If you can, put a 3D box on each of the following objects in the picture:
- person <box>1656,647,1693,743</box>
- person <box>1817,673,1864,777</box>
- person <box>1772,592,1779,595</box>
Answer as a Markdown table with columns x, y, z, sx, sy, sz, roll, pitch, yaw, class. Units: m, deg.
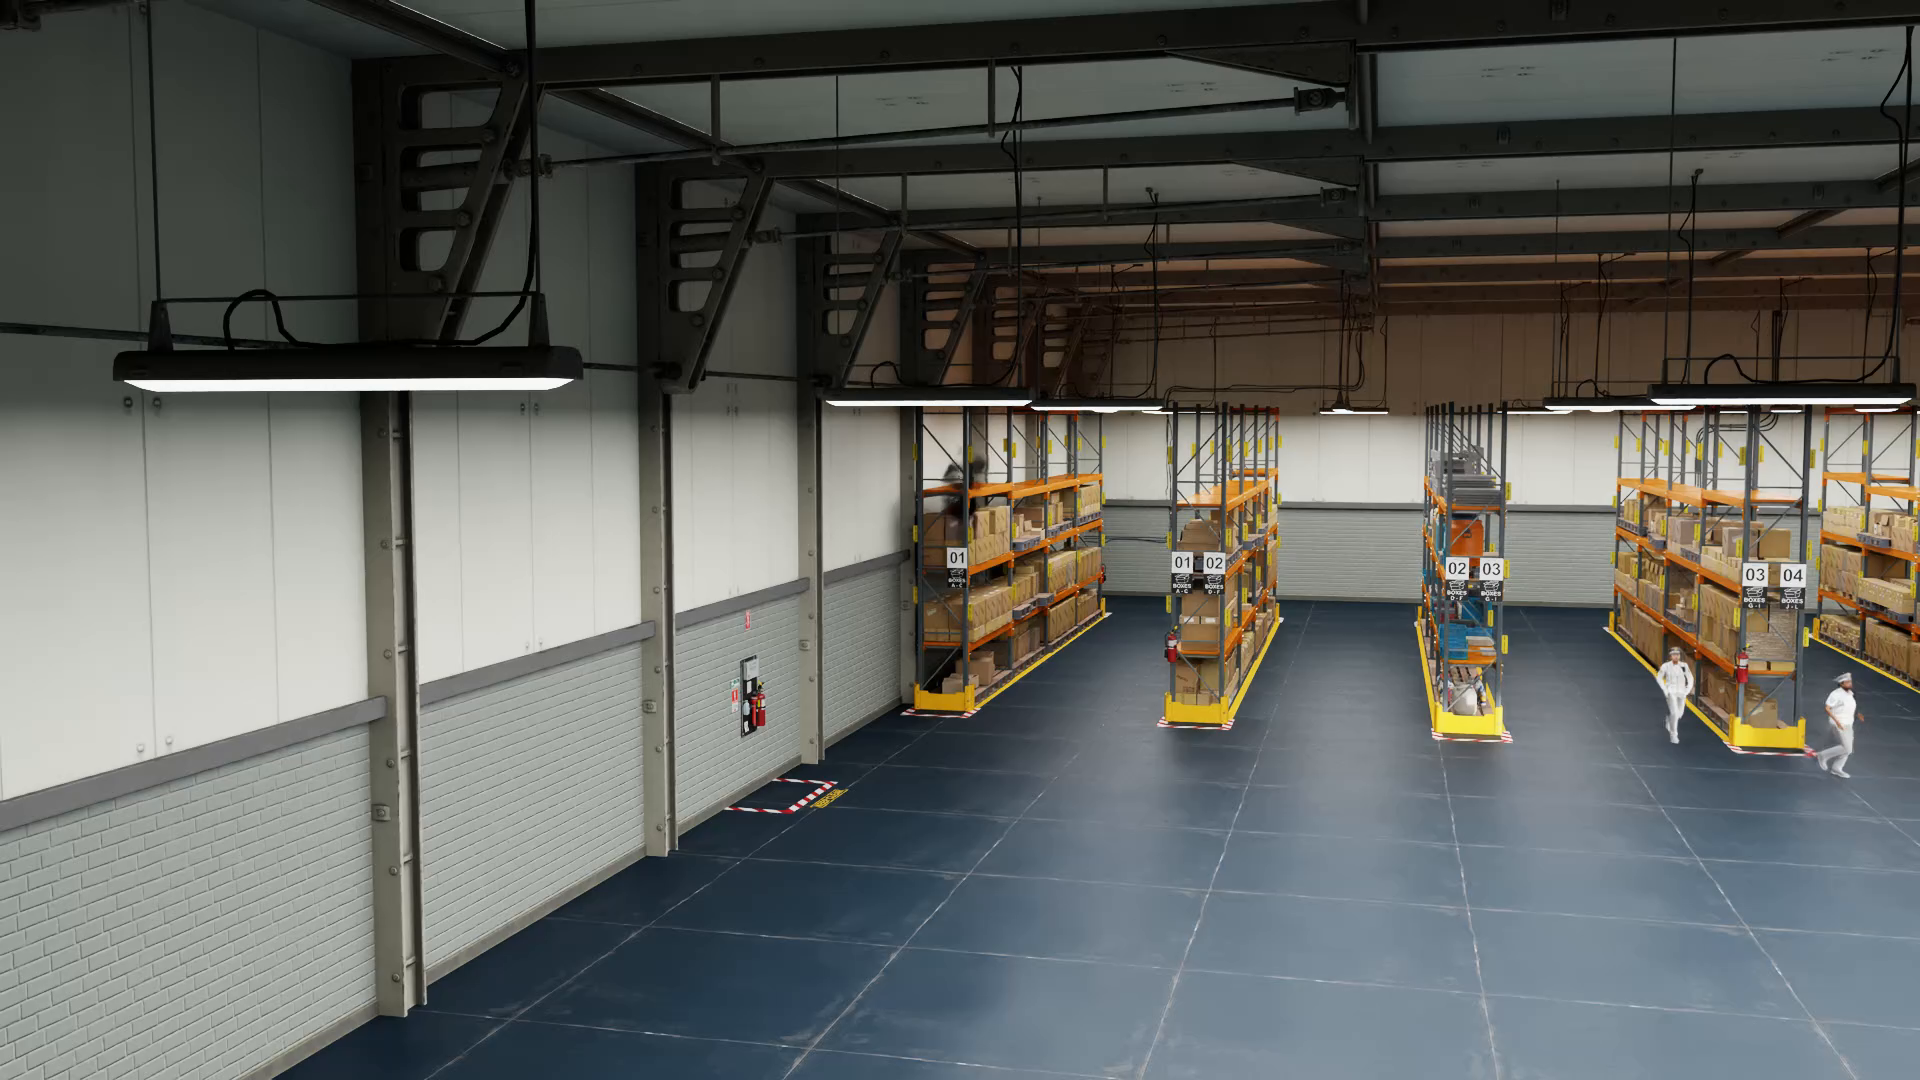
| x | y | z | sx | sy | sz | roll | pitch | yaw | class |
| --- | --- | --- | --- | --- | --- | --- | --- | --- | --- |
| 12.667 | 2.720 | 29.506 | 0.624 | 1.694 | 0.680 | 1 | 4 | 7 | person |
| 14.091 | 2.939 | 26.553 | 0.570 | 1.673 | 0.591 | -3 | 5 | -33 | person |
| 21.151 | 1.608 | 43.704 | 0.915 | 1.748 | 0.733 | -2 | 5 | -28 | person |
